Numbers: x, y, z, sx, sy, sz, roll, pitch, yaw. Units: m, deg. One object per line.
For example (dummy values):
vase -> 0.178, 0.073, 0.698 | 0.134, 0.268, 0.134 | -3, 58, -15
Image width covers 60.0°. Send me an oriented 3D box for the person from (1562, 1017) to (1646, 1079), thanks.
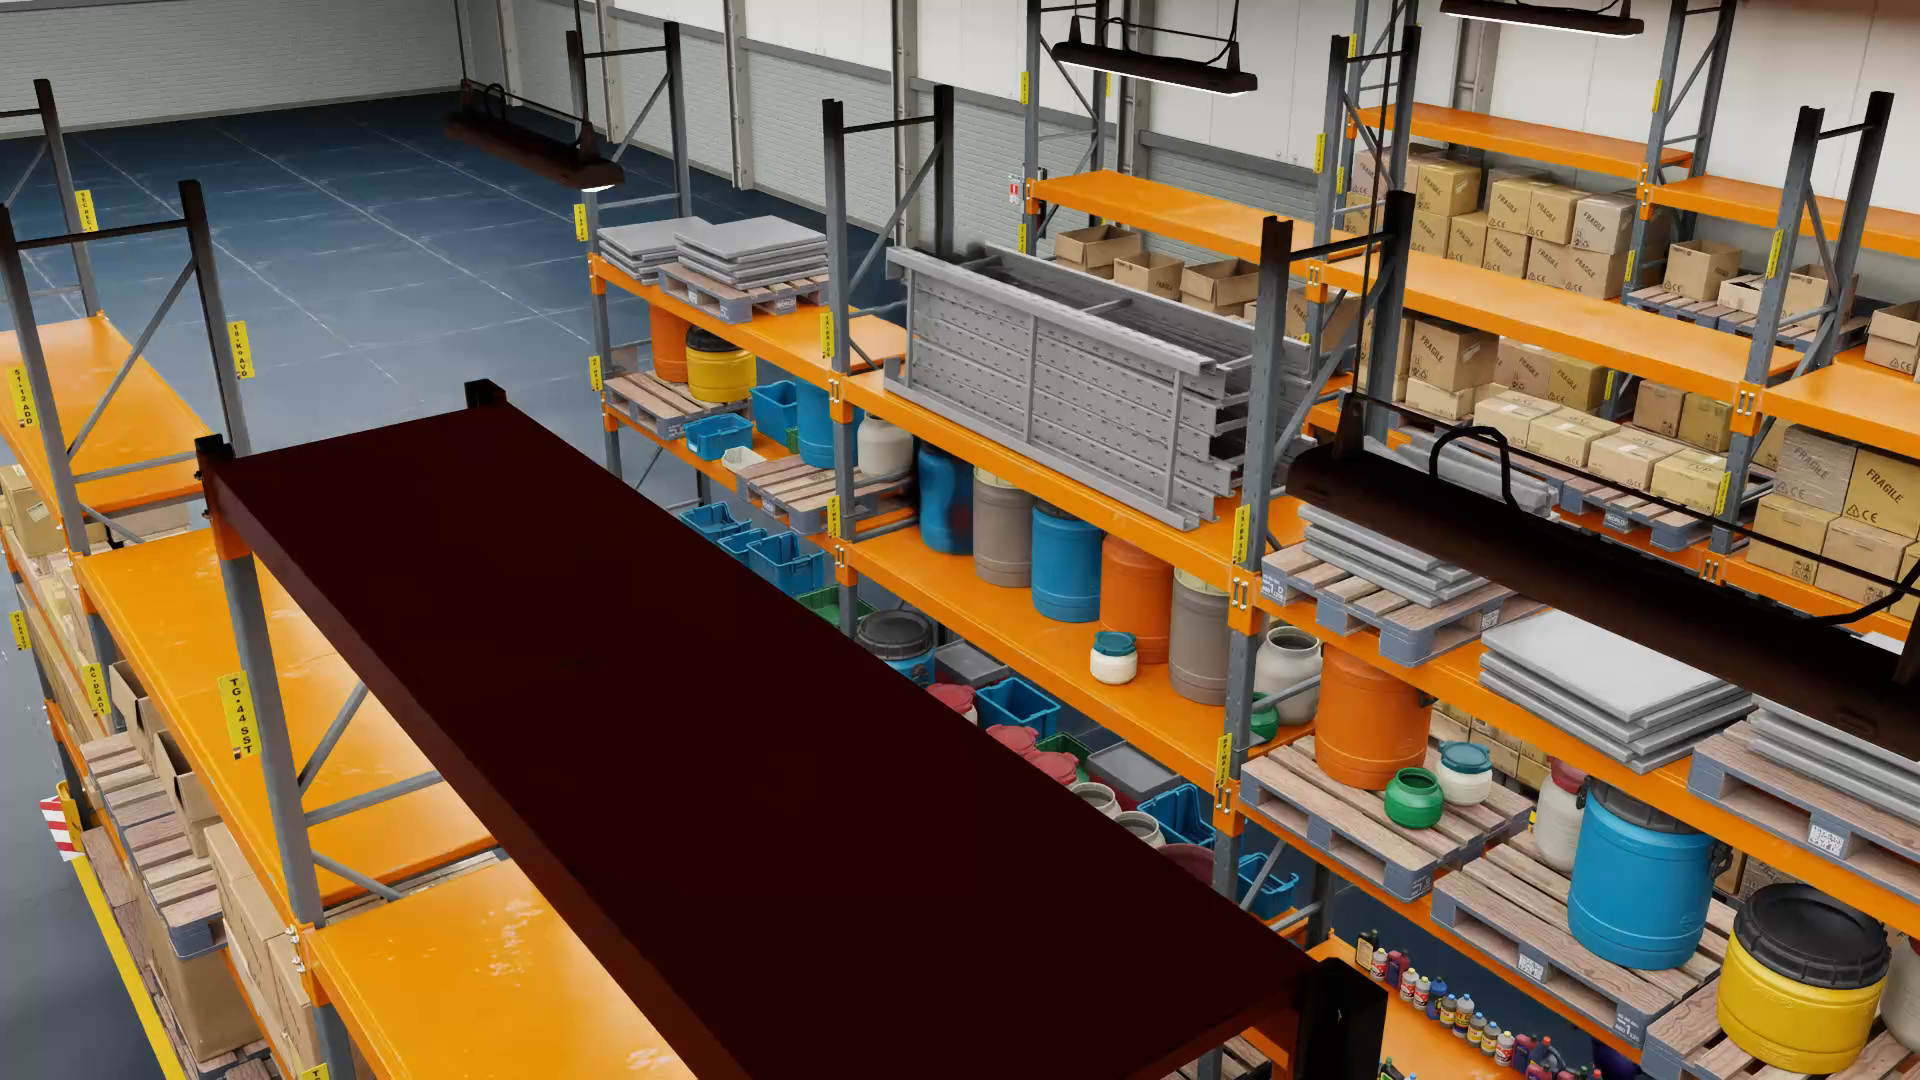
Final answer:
person -> 4.103, 3.259, 10.302 | 0.610, 1.419, 1.098 | -5, 25, -10
